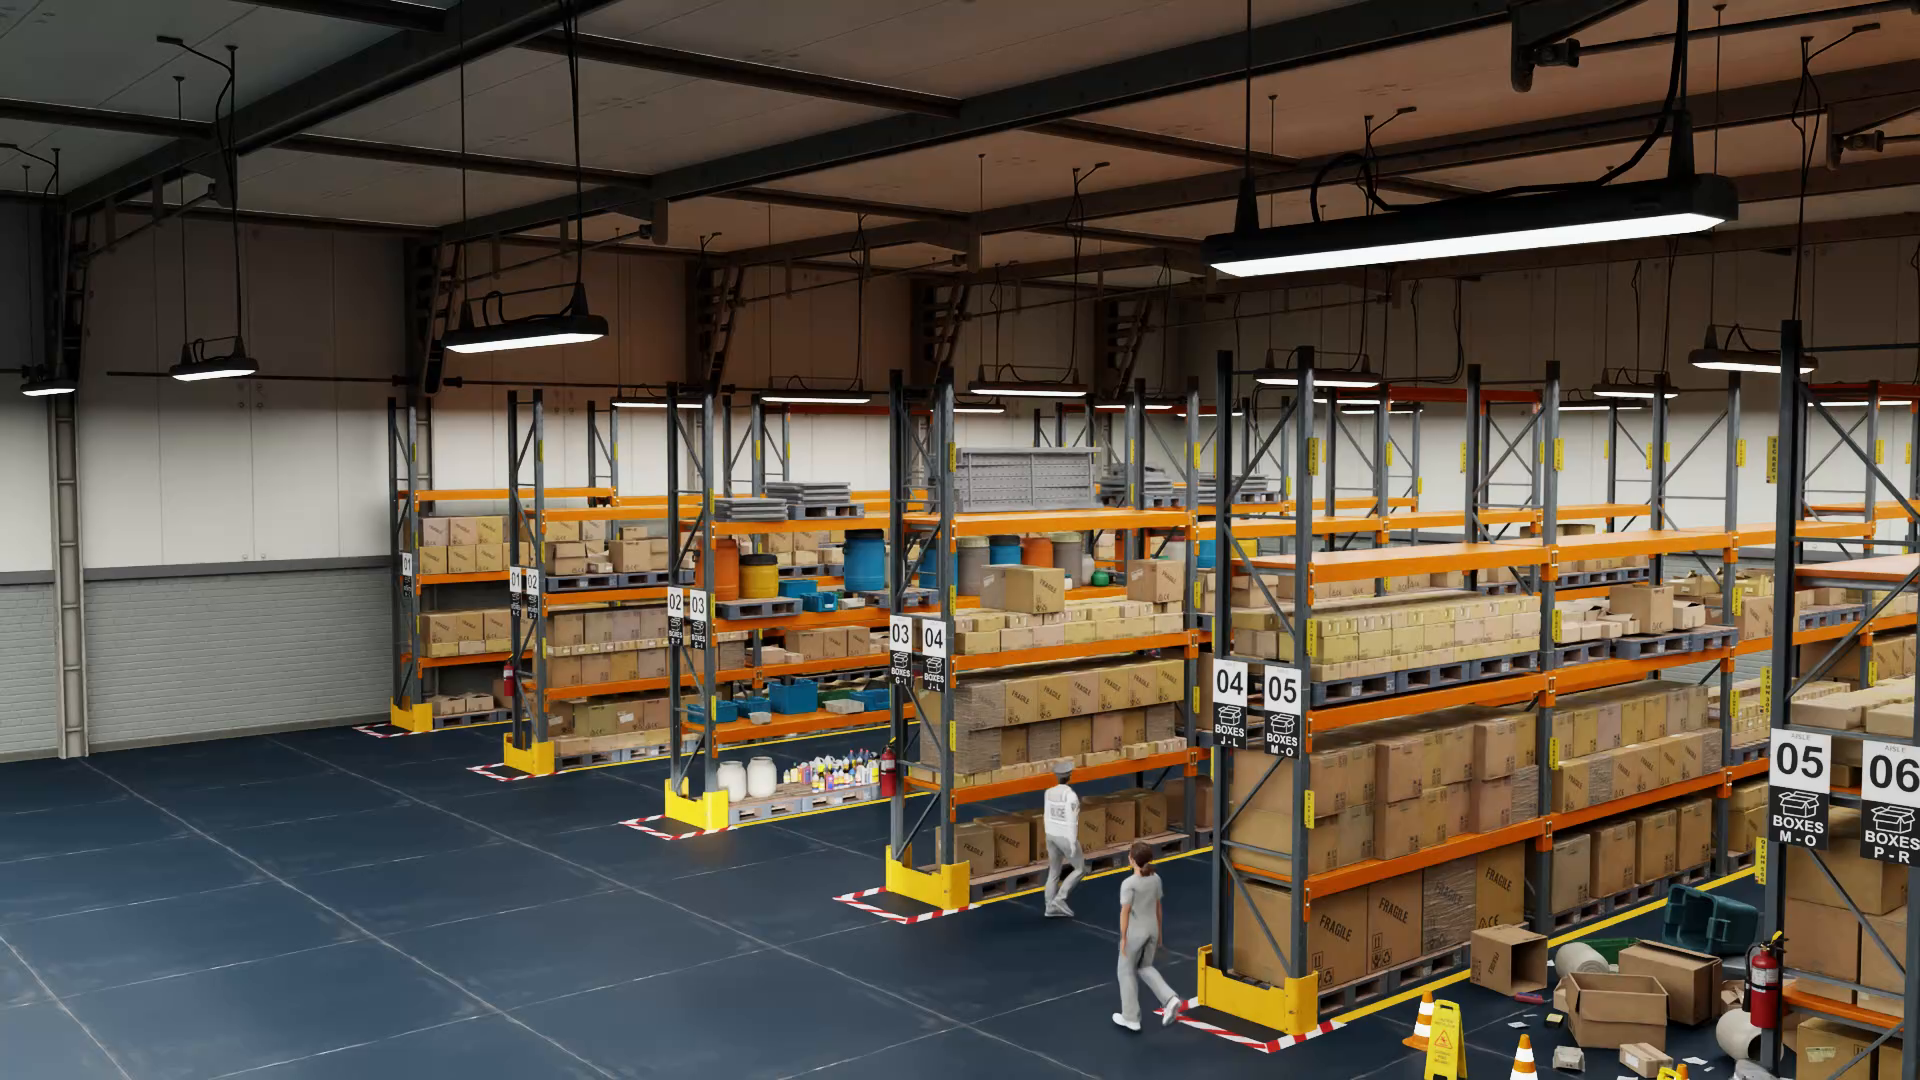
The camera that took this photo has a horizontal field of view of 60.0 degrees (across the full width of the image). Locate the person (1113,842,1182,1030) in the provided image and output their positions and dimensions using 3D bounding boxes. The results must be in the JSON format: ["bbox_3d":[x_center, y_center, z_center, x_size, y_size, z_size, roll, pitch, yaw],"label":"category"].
[{"bbox_3d":[1.609,3.469,14.531,0.454,1.654,0.663,-3,4,-41],"label":"person"}]

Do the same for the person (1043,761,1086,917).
[{"bbox_3d":[1.113,3.260,18.123,0.420,1.675,0.515,-2,4,-34],"label":"person"}]

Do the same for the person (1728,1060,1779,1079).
[{"bbox_3d":[4.510,3.763,9.344,0.675,1.665,0.446,1,3,16],"label":"person"}]
